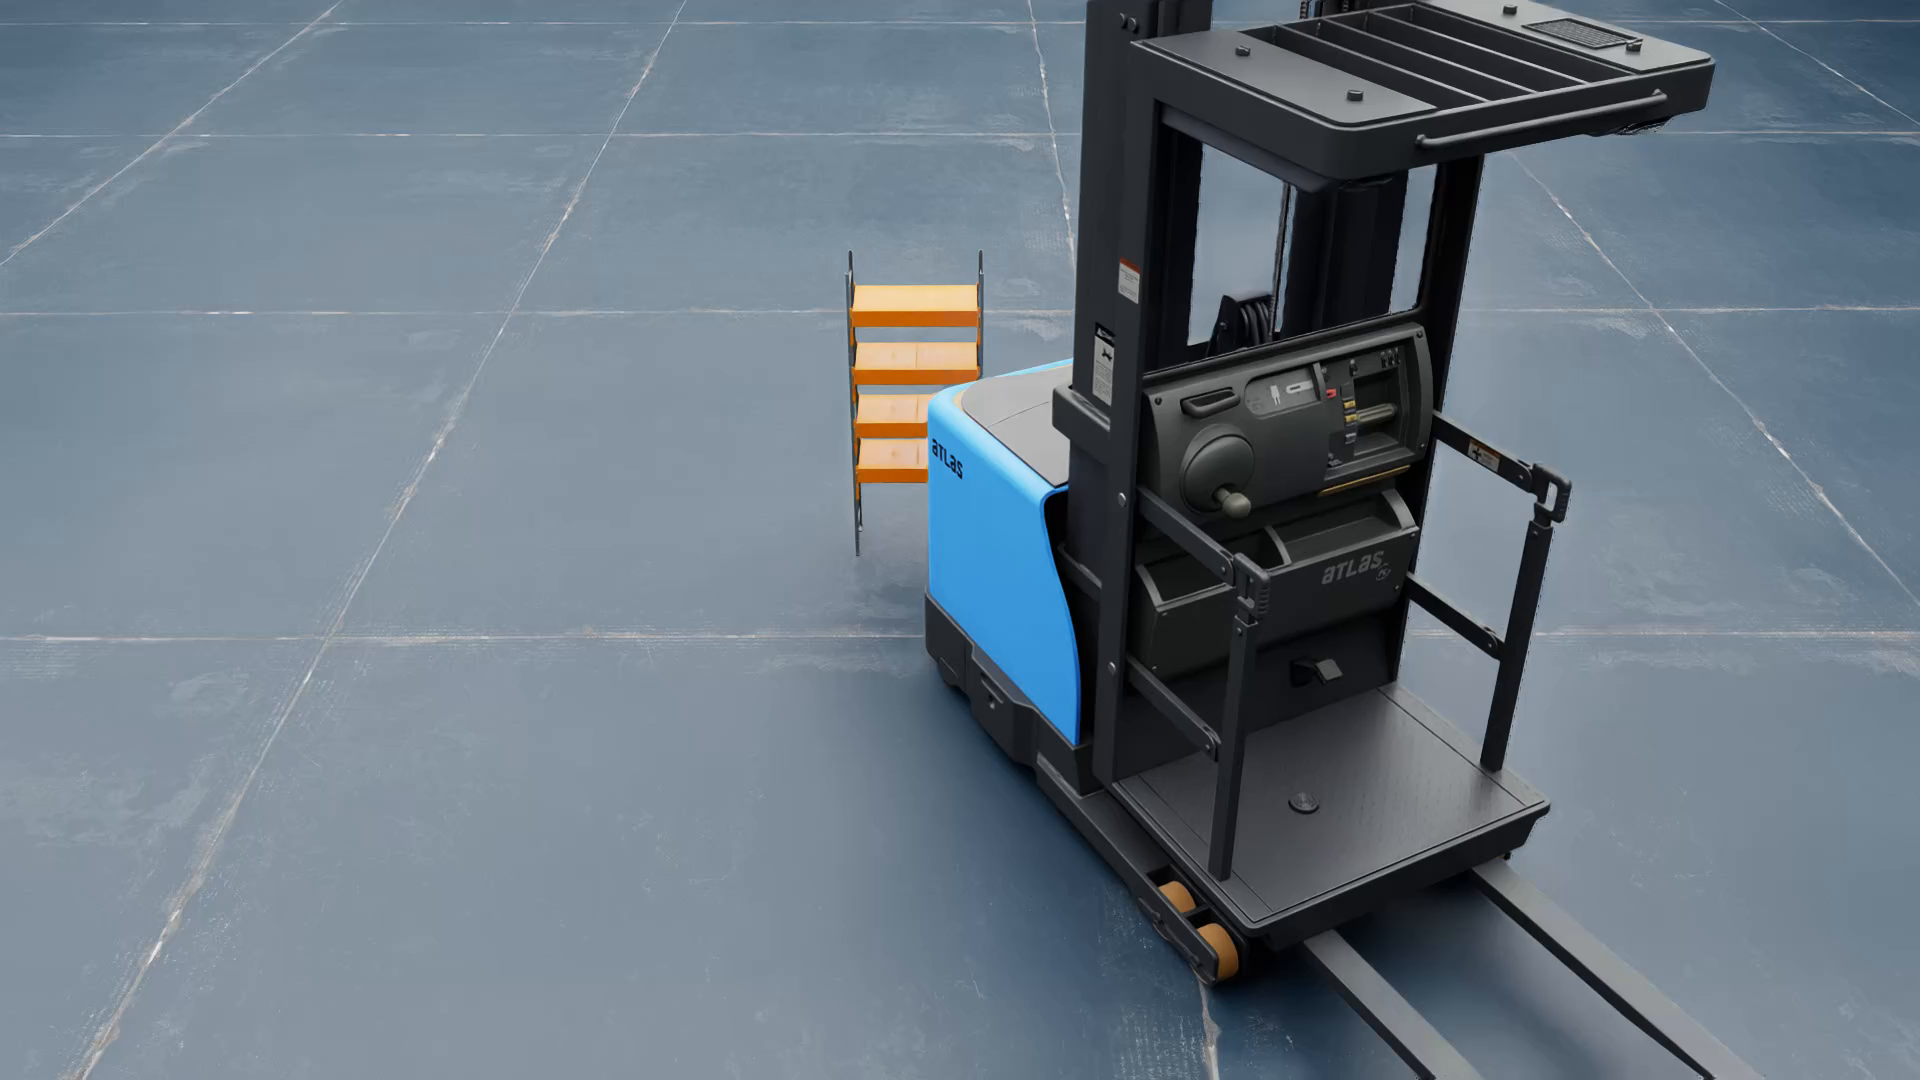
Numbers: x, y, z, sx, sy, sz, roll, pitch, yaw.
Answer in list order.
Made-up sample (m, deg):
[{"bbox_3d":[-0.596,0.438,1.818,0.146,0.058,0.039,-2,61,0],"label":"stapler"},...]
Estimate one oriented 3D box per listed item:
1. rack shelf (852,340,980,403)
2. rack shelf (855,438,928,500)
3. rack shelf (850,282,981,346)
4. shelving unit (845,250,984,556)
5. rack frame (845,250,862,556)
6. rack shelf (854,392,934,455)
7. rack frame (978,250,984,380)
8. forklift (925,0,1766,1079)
[{"bbox_3d":[-0.166,-0.646,6.357,0.480,0.148,0.258,0,31,0],"label":"rack shelf"},{"bbox_3d":[-0.166,-0.285,6.576,0.480,0.148,0.258,0,31,0],"label":"rack shelf"},{"bbox_3d":[-0.166,-0.848,6.234,0.480,0.148,0.258,0,31,0],"label":"rack shelf"},{"bbox_3d":[-0.166,-0.512,6.438,0.503,1.200,0.258,0,31,0],"label":"shelving unit"},{"bbox_3d":[-0.410,-0.512,6.437,0.015,1.200,0.240,0,31,0],"label":"rack frame"},{"bbox_3d":[-0.166,-0.455,6.473,0.480,0.148,0.258,0,31,0],"label":"rack shelf"},{"bbox_3d":[0.078,-0.513,6.439,0.015,1.200,0.240,0,31,0],"label":"rack frame"},{"bbox_3d":[1.017,-0.272,4.373,1.130,2.935,3.031,-16,35,-24],"label":"forklift"}]
